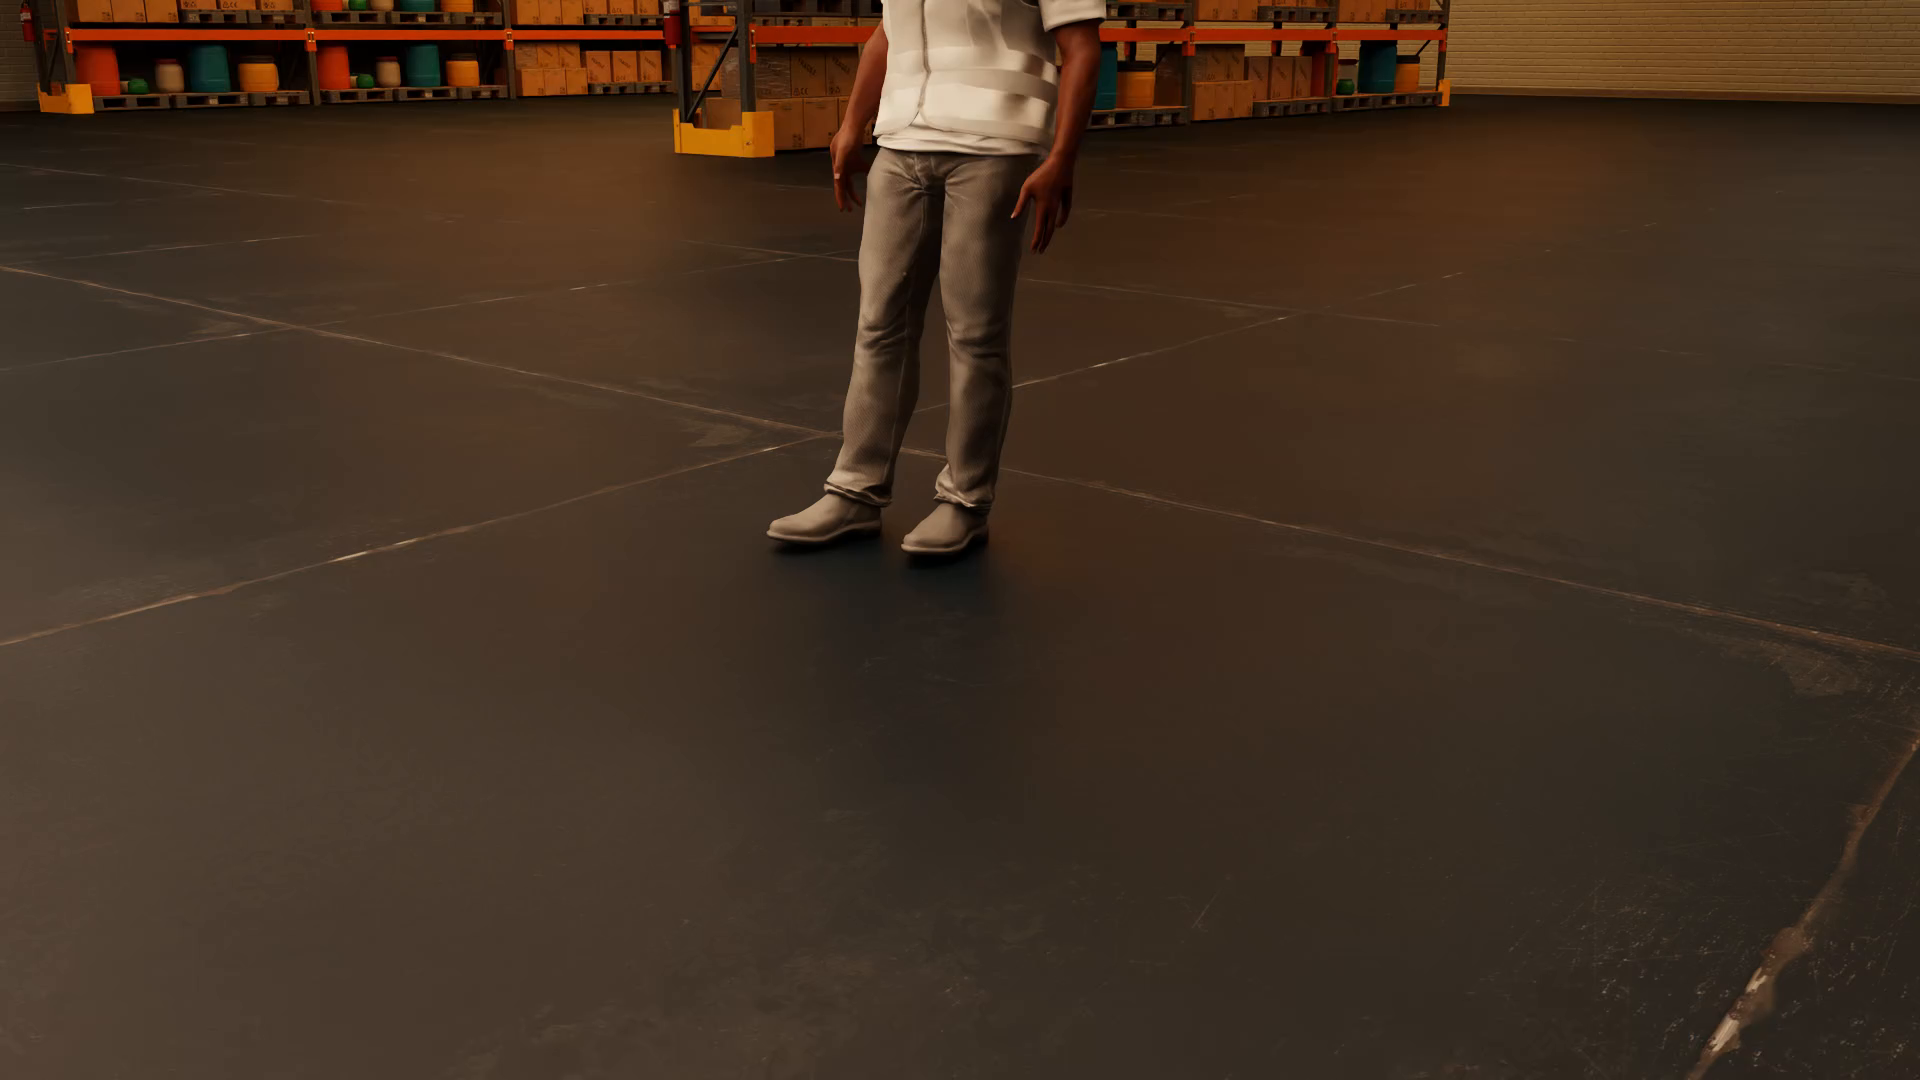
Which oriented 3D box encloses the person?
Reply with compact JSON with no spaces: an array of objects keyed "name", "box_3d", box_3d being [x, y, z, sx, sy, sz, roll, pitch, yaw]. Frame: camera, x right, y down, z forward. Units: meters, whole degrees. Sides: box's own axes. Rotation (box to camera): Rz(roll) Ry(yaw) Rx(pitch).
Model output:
[{"name":"person","box_3d":[-0.049,-0.838,3.636,0.665,1.765,0.577,13,21,37]}]
